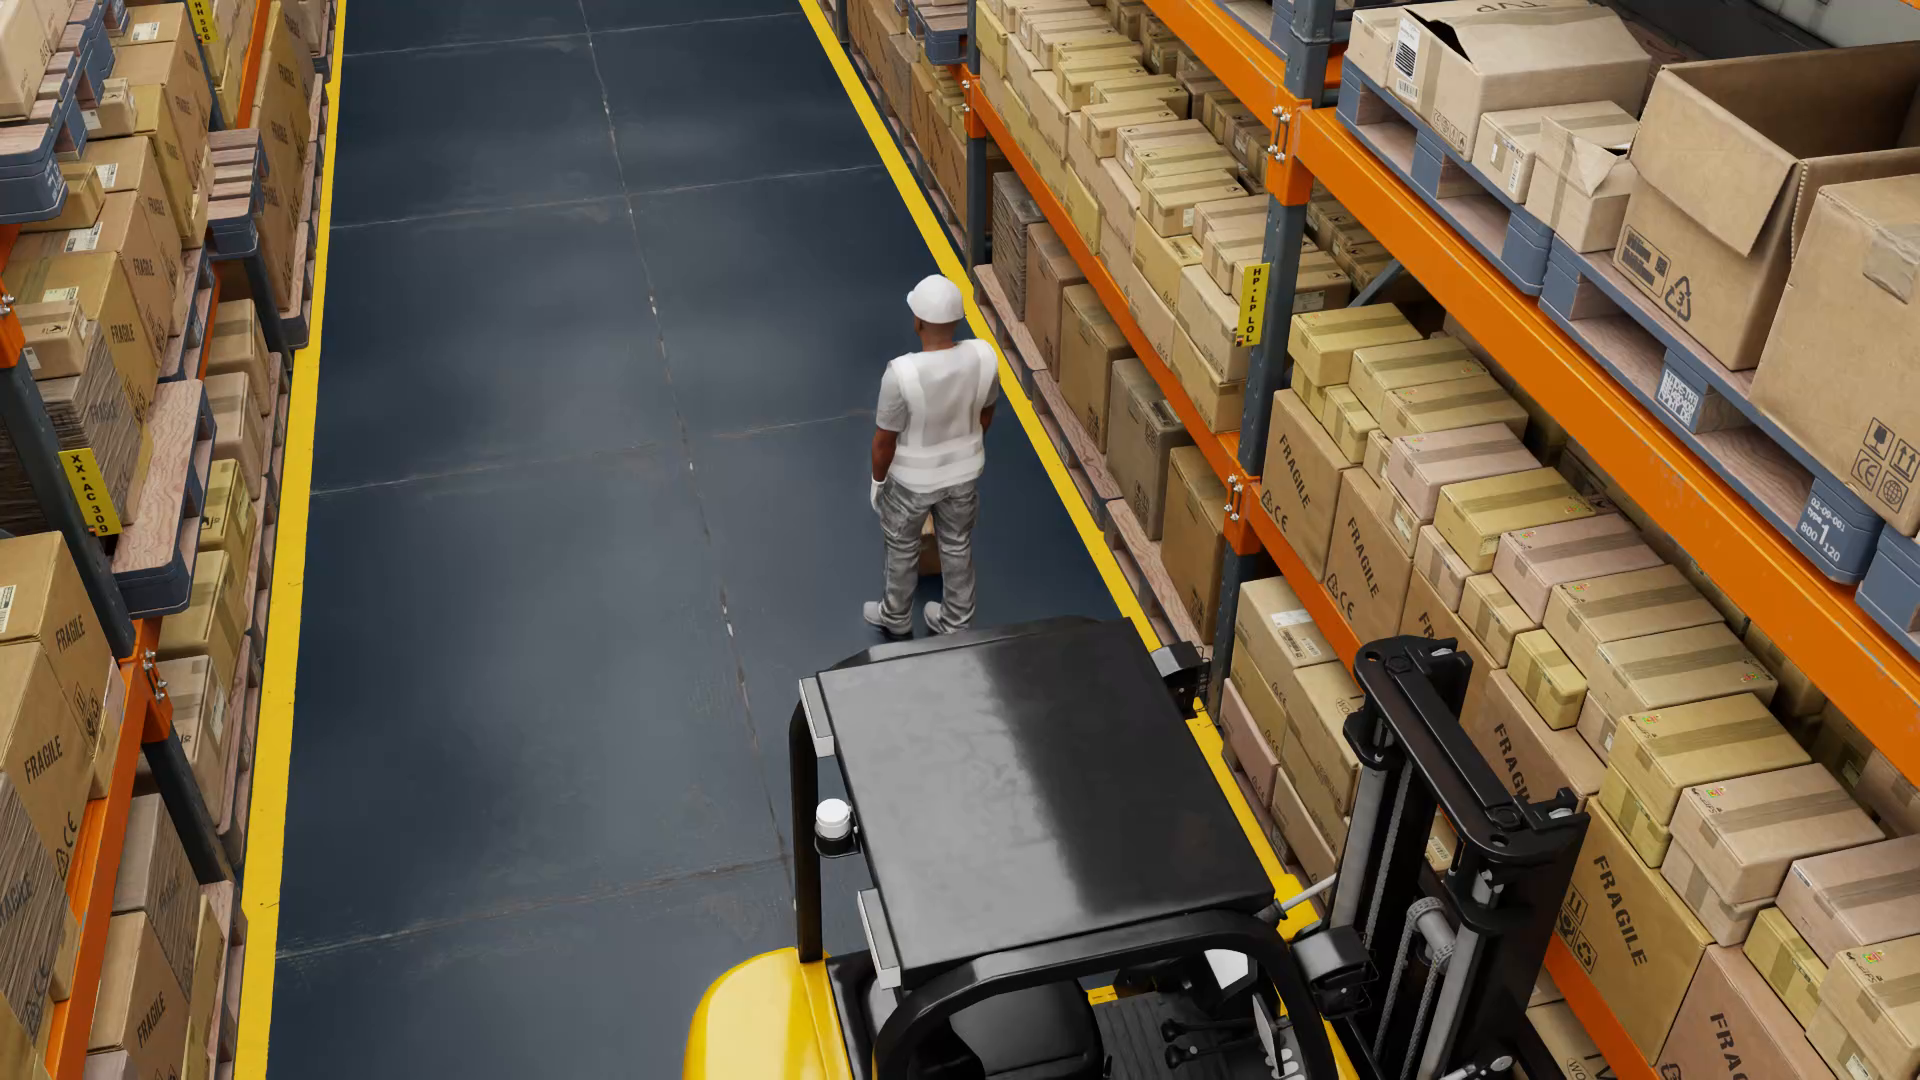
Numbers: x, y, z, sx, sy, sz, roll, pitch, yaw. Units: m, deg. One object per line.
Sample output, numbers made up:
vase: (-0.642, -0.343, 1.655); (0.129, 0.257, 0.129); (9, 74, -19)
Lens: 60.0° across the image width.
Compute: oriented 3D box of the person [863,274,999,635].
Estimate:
person: (-0.144, -0.322, 7.104); (0.585, 1.813, 0.493); (-17, 41, -20)
